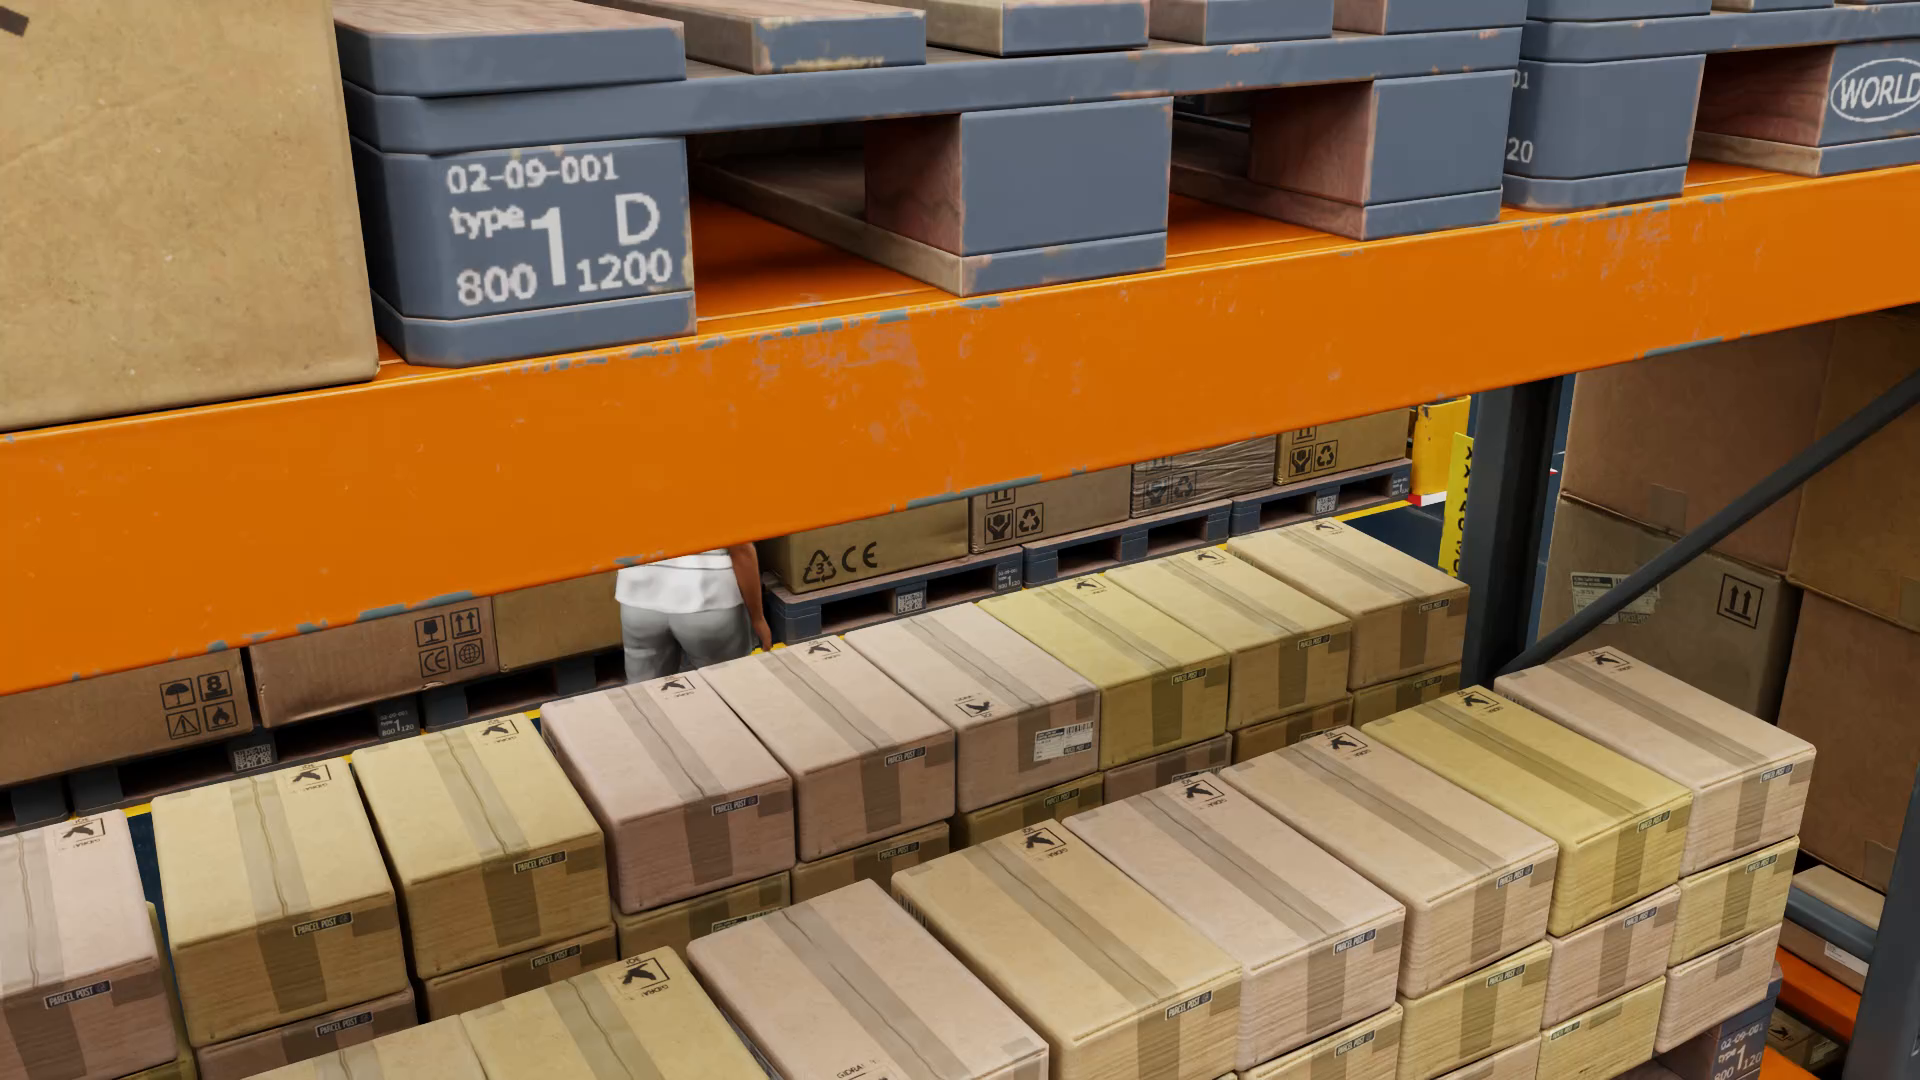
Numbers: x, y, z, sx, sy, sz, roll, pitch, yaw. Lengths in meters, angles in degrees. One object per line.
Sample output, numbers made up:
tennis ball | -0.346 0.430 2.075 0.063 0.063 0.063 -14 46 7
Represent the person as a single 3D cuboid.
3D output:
person | -0.884 0.217 5.497 0.560 1.646 0.624 5 22 12
